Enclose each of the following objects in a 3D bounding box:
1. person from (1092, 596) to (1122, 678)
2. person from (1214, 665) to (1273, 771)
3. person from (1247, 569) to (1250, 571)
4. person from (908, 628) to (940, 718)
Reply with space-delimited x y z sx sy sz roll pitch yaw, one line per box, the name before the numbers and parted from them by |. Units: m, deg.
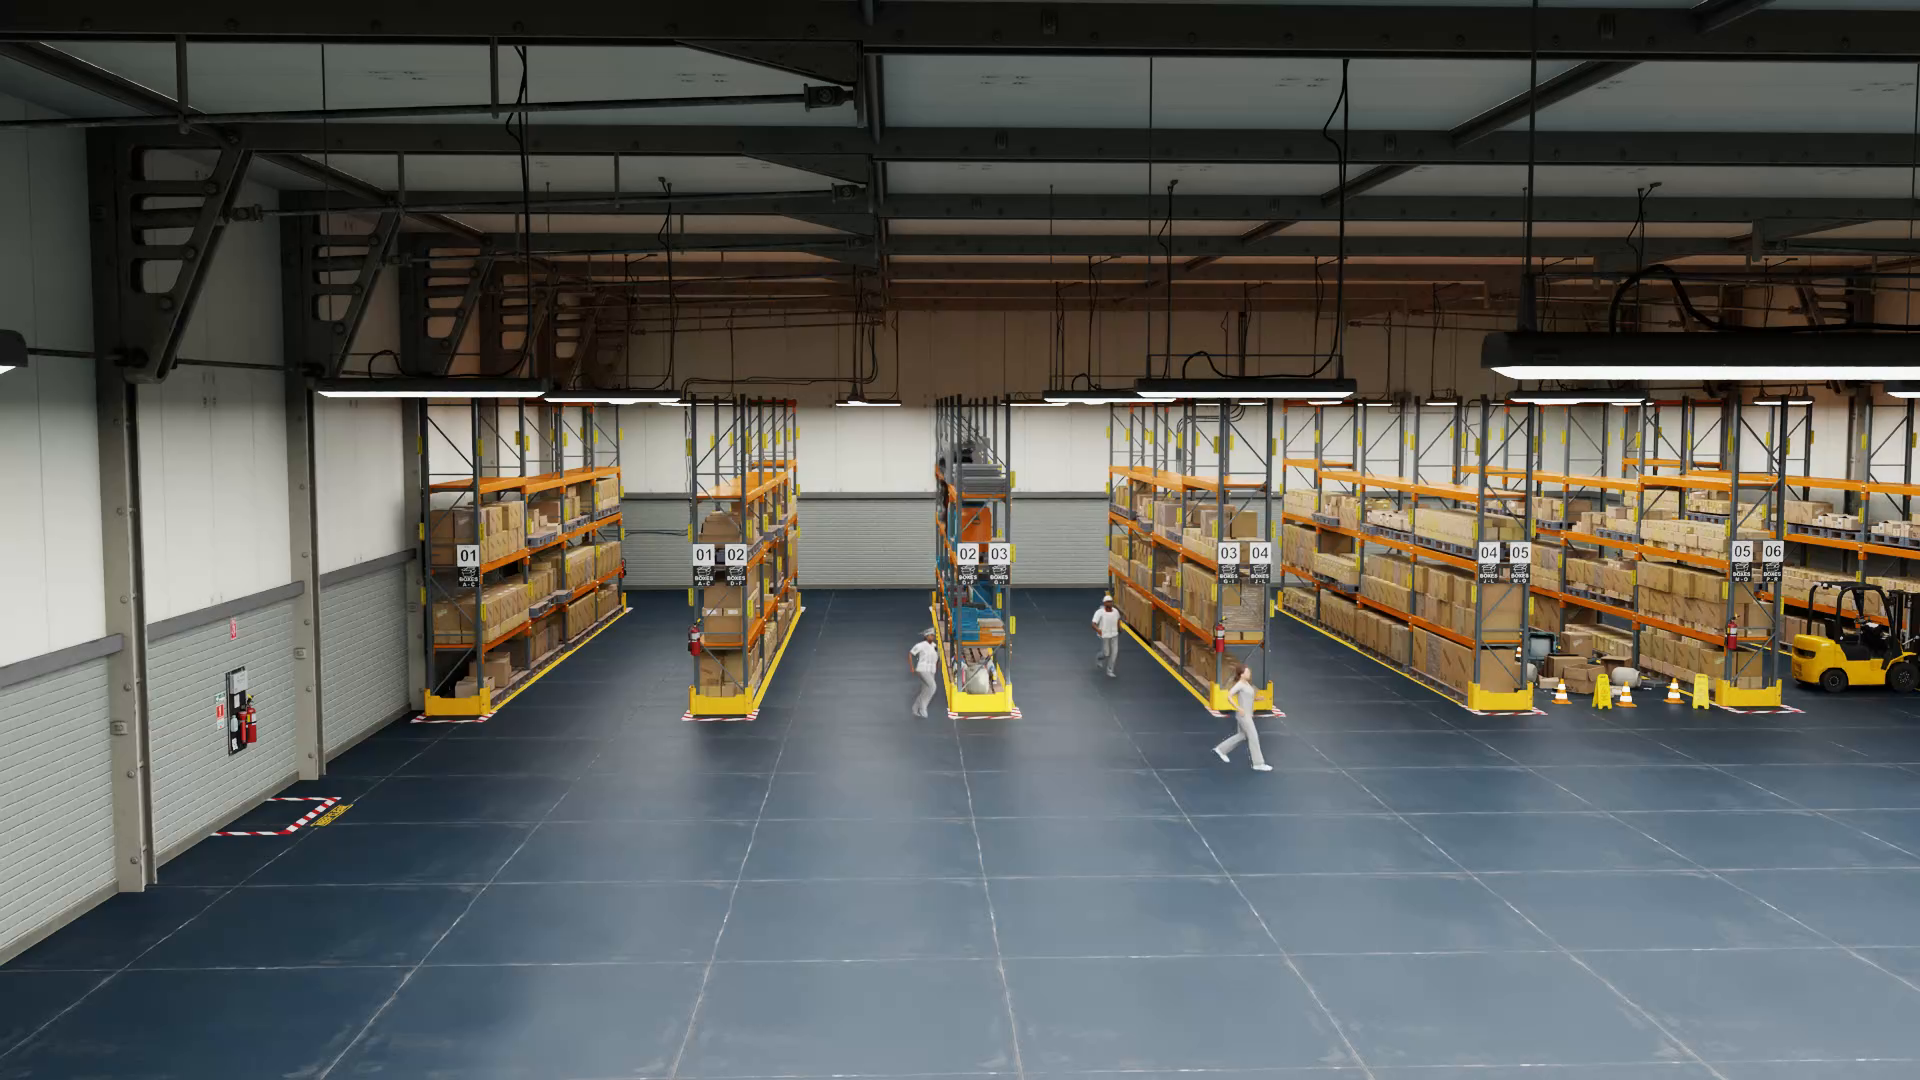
person | 3.177 2.054 35.703 0.699 1.738 0.758 -1 5 -18
person | 4.492 2.796 26.362 0.964 1.649 0.570 2 5 22
person | 8.036 1.168 48.026 0.562 1.589 0.679 4 6 42
person | -0.588 2.454 30.875 0.636 1.632 0.576 4 6 45
